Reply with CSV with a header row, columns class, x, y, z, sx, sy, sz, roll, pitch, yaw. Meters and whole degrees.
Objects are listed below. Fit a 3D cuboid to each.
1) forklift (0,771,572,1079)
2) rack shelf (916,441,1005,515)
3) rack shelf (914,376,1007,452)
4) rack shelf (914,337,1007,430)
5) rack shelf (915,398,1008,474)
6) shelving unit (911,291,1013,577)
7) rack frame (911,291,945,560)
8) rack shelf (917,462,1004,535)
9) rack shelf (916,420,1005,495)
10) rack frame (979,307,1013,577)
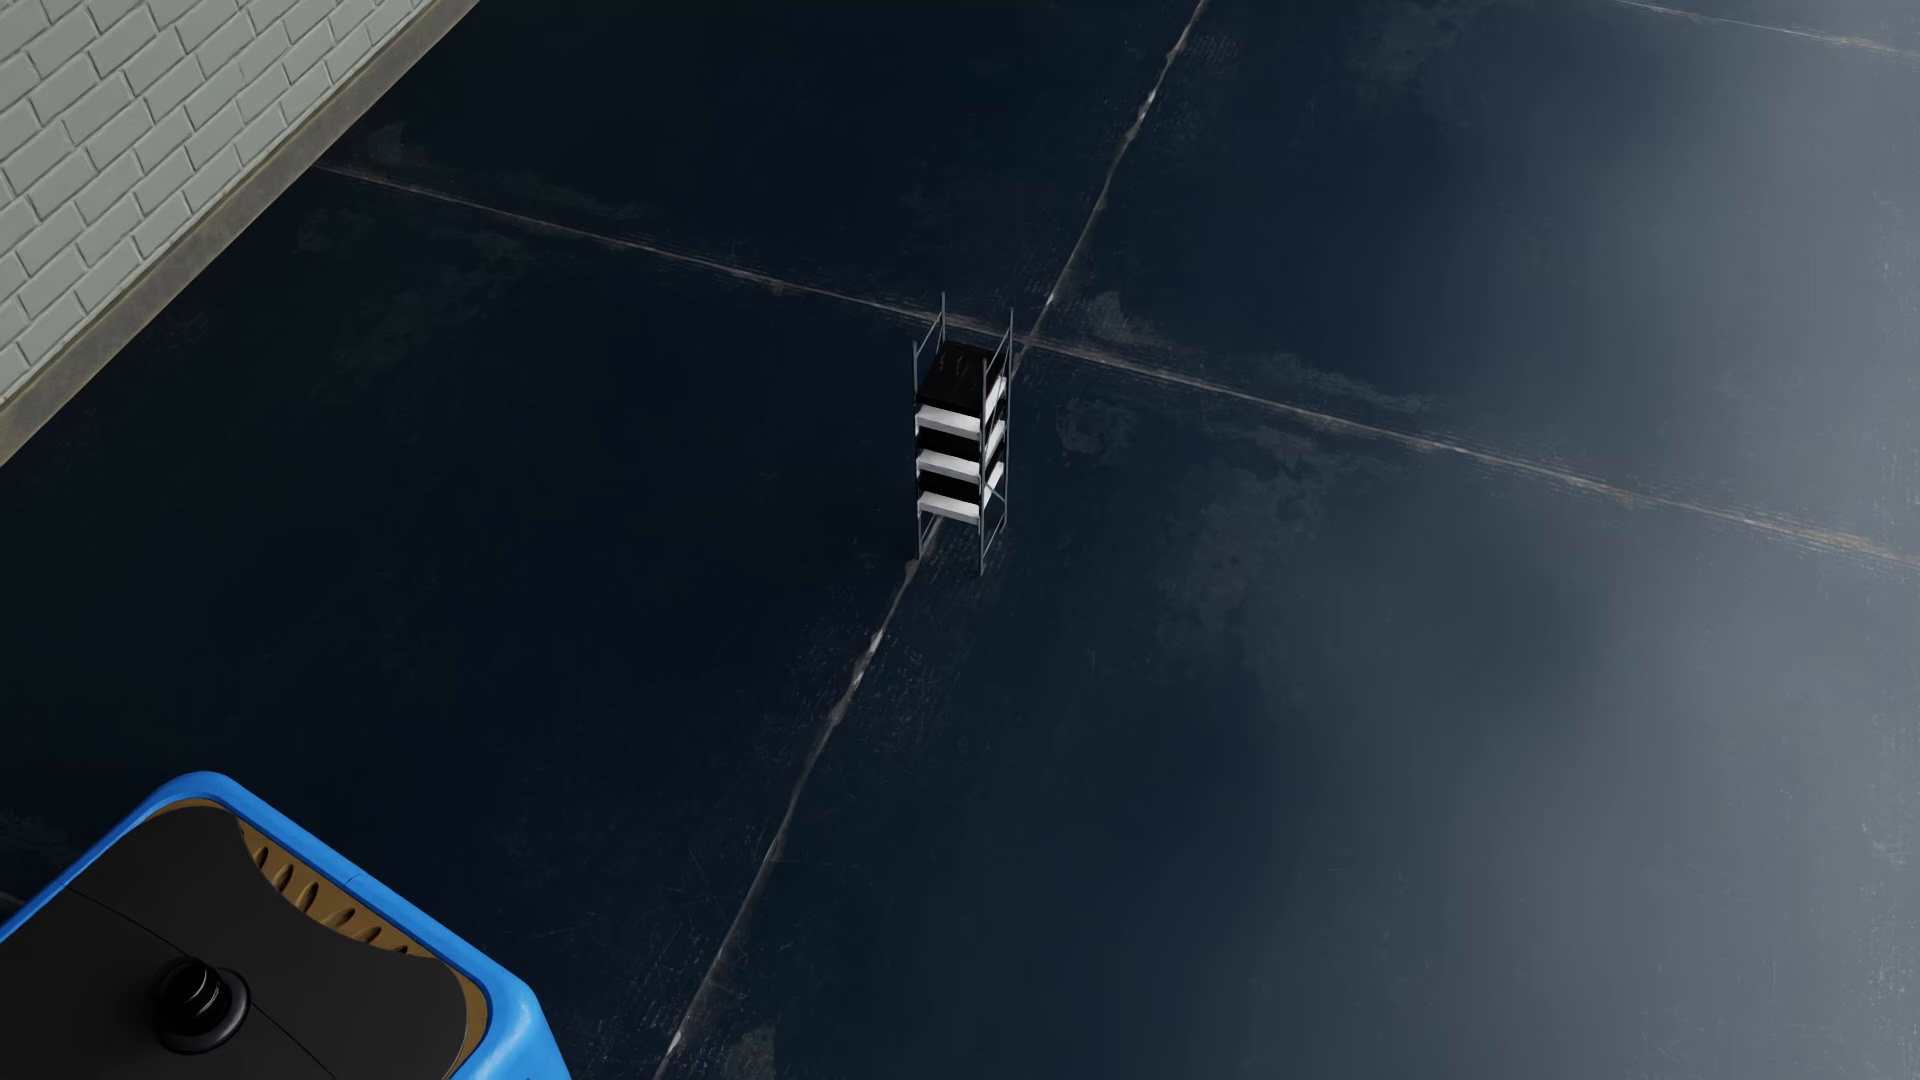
class,x,y,z,sx,sy,sz,roll,pitch,yaw
forklift,-2.002,1.329,2.159,1.130,2.935,3.031,27,54,21
rack shelf,0.008,-0.212,5.001,0.200,0.077,0.258,16,51,13
rack shelf,0.008,-0.389,4.797,0.200,0.077,0.258,16,51,13
rack shelf,0.008,-0.448,4.729,0.200,0.077,0.258,16,51,13
rack shelf,0.008,-0.330,4.865,0.200,0.077,0.258,16,51,13
shelving unit,0.008,-0.293,4.908,0.210,0.900,0.258,16,51,13
rack frame,-0.088,-0.319,4.931,0.006,0.900,0.240,16,51,13
rack shelf,0.008,-0.153,5.069,0.200,0.077,0.258,16,51,13
rack shelf,0.008,-0.271,4.933,0.200,0.077,0.258,16,51,13
rack frame,0.103,-0.266,4.885,0.006,0.900,0.240,16,51,13
